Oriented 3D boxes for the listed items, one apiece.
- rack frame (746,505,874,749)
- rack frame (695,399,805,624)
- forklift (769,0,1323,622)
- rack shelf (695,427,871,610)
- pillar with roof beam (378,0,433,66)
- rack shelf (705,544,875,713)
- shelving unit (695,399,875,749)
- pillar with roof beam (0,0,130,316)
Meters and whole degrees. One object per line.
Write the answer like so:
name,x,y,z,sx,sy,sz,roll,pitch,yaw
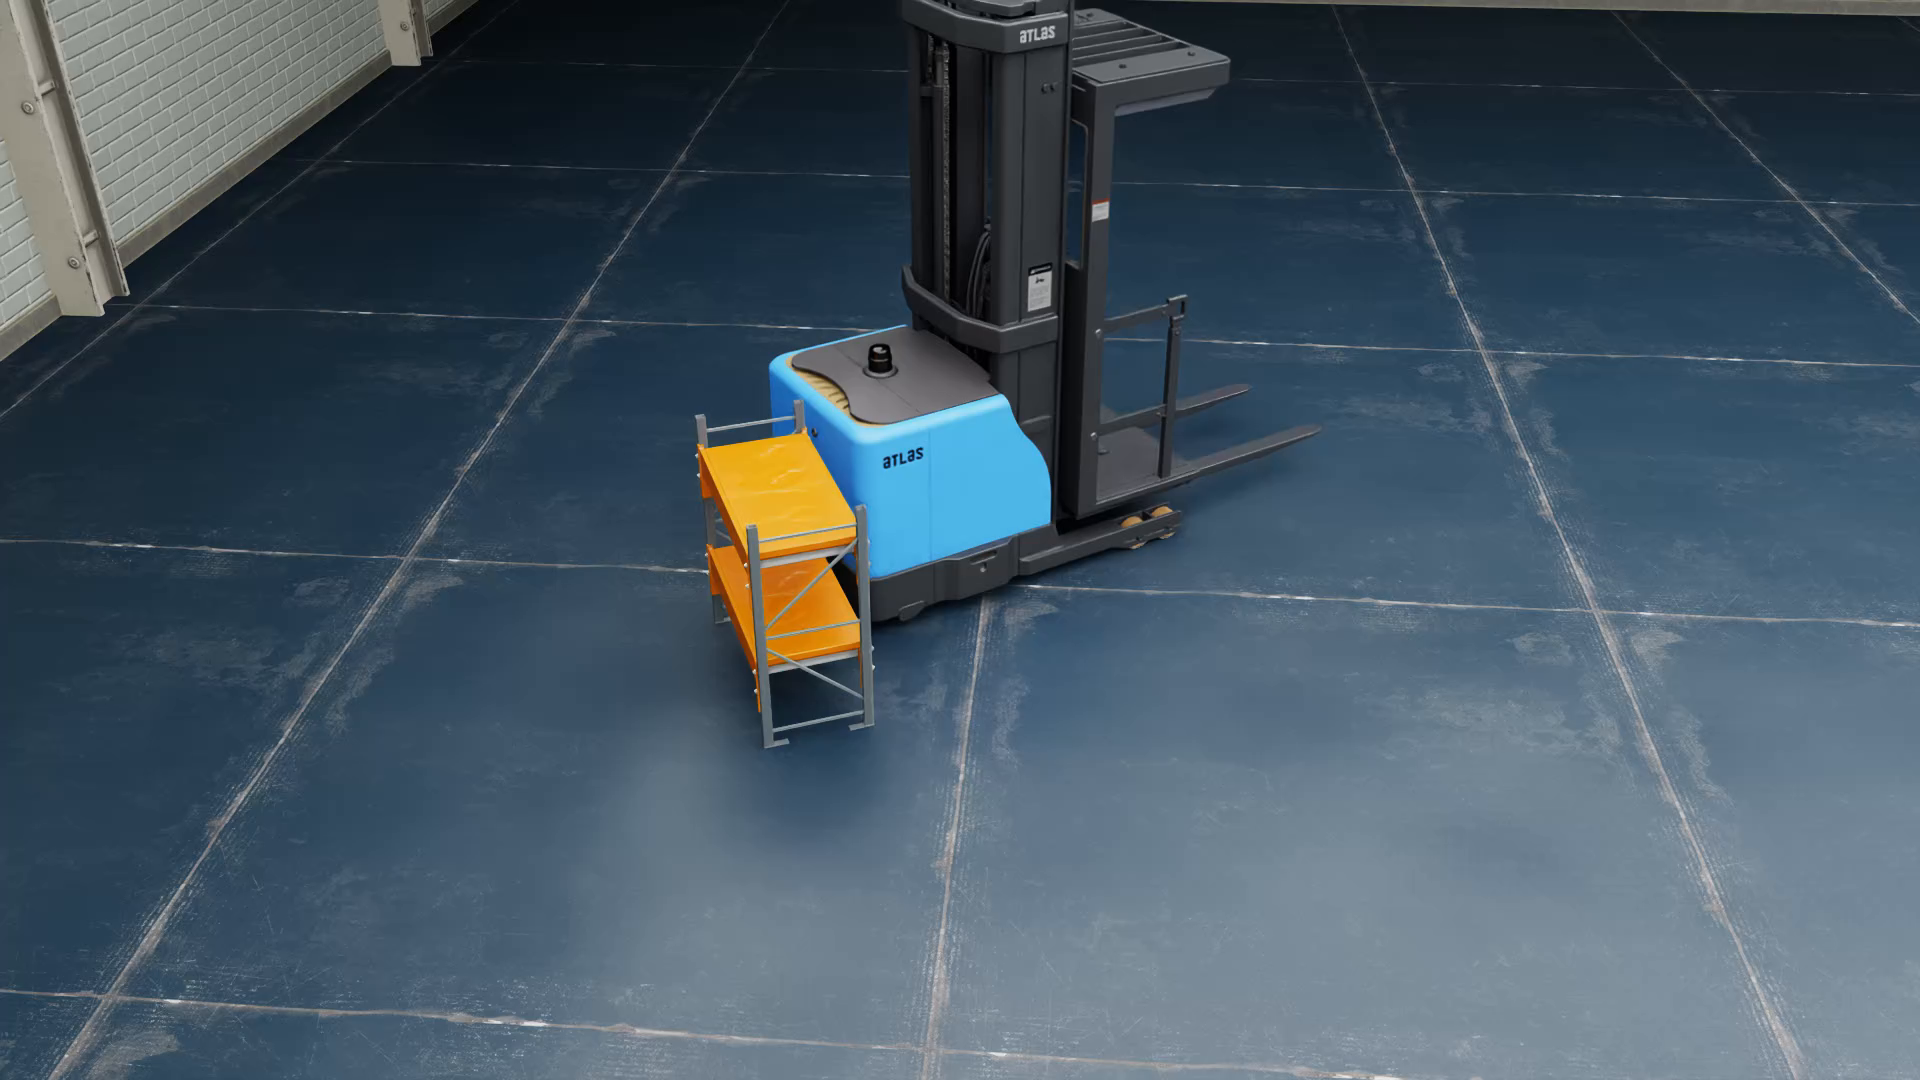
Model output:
rack frame,-0.623,0.384,7.055,0.500,1.125,0.032,-10,33,-16
rack frame,-0.958,-0.120,7.872,0.500,1.125,0.032,-10,33,-16
forklift,0.573,-1.420,8.261,3.031,2.935,1.130,-18,36,-26
rack shelf,-0.791,-0.117,7.310,0.538,0.278,1.000,-10,33,-16
pillar with roof beam,-1.141,-8.400,13.804,9.100,9.000,0.400,2,32,4
rack shelf,-0.791,0.340,7.592,0.538,0.278,1.000,-10,33,-16
shelving unit,-0.791,0.132,7.464,0.538,1.125,1.048,-10,33,-16
pillar with roof beam,-1.630,-5.263,8.713,9.100,9.000,0.400,2,32,4
